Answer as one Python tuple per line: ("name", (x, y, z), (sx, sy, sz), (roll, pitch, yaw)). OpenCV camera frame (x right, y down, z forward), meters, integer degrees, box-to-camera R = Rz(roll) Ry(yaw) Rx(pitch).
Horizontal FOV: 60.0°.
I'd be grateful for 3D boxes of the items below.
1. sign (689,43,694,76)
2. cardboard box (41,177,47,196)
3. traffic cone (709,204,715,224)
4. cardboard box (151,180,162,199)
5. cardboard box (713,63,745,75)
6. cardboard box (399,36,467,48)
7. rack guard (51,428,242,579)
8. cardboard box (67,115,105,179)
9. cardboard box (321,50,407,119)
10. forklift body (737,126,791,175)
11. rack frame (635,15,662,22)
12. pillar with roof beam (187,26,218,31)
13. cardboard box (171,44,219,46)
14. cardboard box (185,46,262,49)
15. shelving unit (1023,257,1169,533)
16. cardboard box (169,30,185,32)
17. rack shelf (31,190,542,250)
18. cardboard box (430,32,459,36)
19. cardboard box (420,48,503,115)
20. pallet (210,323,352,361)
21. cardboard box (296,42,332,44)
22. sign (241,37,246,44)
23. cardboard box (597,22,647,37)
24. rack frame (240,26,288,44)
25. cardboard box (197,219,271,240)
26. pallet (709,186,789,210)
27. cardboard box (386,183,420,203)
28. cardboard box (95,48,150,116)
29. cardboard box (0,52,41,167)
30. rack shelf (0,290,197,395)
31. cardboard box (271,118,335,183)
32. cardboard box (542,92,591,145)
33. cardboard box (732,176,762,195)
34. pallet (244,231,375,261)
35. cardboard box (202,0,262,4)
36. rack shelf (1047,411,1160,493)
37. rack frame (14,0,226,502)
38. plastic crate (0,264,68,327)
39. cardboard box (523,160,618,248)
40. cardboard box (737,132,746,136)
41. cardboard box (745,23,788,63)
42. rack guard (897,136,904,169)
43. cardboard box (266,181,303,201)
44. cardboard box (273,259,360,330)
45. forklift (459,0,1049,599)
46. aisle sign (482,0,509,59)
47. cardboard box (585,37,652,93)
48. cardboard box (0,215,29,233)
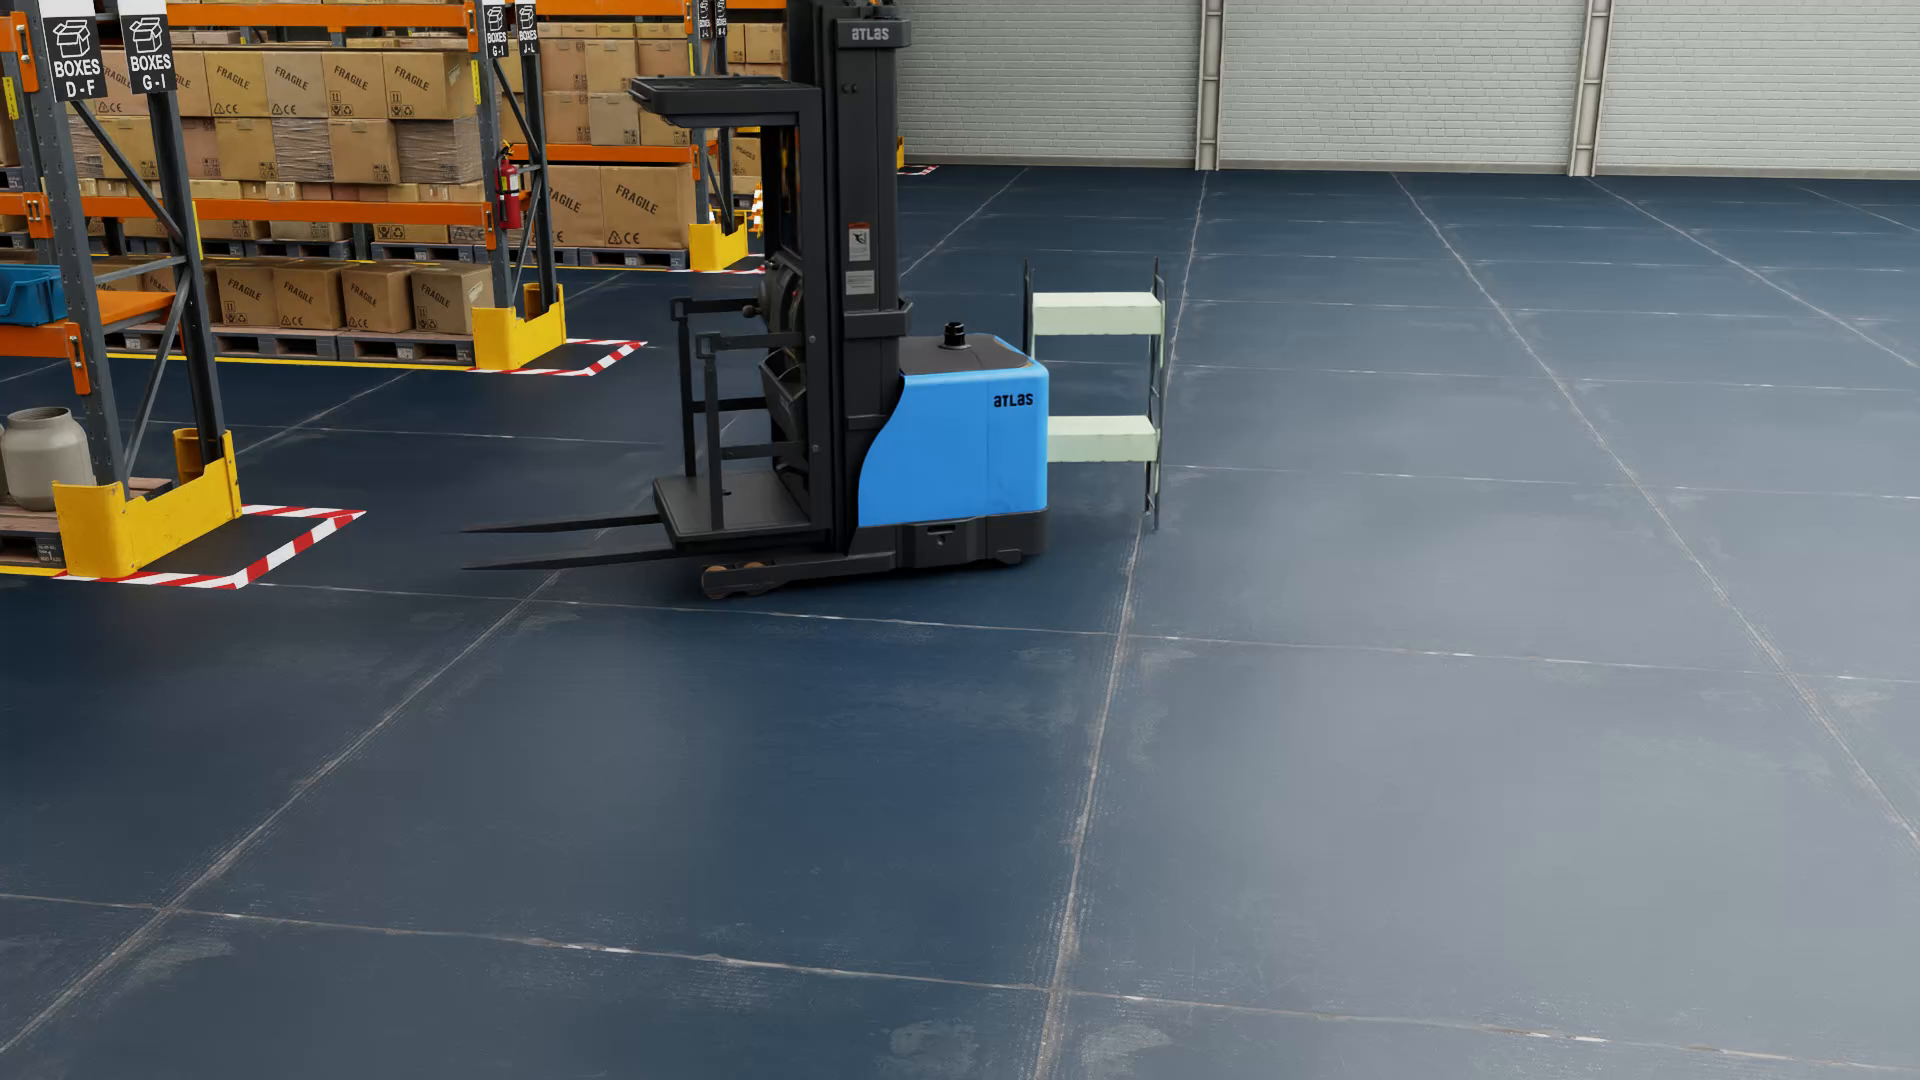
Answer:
("sign", (-2.803, -5.013, 17.359), (0.005, 0.325, 0.100), (3, 19, 9))
("cardboard box", (-7.374, -2.949, 13.785), (0.250, 0.149, 0.380), (3, 19, 9))
("traffic cone", (-3.002, -3.789, 19.899), (0.334, 0.463, 0.336), (3, 19, 9))
("cardboard box", (-6.390, -2.893, 13.619), (0.250, 0.149, 0.380), (3, 19, 9))
("cardboard box", (-3.091, -6.233, 22.577), (0.500, 0.500, 0.500), (3, 19, 9))
("cardboard box", (-5.732, -5.285, 18.432), (0.550, 0.550, 0.875), (3, 19, 9))
("rack guard", (-4.458, -0.224, 9.184), (0.348, 0.500, 1.175), (3, 19, 9))
("cardboard box", (-7.104, -3.320, 13.871), (0.500, 0.500, 0.875), (3, 19, 9))
("cardboard box", (-4.666, -3.608, 13.157), (0.500, 0.500, 0.500), (3, 19, 9))
("forklift body", (-3.396, -6.753, 26.097), (1.214, 2.155, 2.313), (3, 19, 9))
("rack frame", (-5.183, -7.833, 27.987), (0.127, 3.000, 1.000), (3, 19, 9))
("pillar with roof beam", (-14.309, -10.049, 25.156), (0.400, 9.000, 9.100), (3, 19, 9))
("cardboard box", (-8.649, -5.343, 18.812), (0.500, 0.500, 0.700), (3, 19, 8))
("cardboard box", (-6.063, -3.849, 13.878), (0.500, 0.500, 0.500), (3, 19, 9))
("shelving unit", (0.741, -0.809, 9.359), (0.755, 1.500, 0.431), (-1, 19, -2))
("cardboard box", (-11.364, -7.155, 24.227), (0.500, 0.500, 0.500), (3, 19, 10))
("rack shelf", (-5.564, -2.731, 13.873), (4.000, 0.370, 1.077), (3, 19, 9))
("cardboard box", (-7.141, -6.956, 23.055), (0.250, 0.149, 0.380), (2, 19, 7))
("cardboard box", (-4.089, -3.748, 13.574), (0.500, 0.500, 0.500), (3, 19, 9))
("pallet", (-5.662, -1.767, 14.253), (1.213, 0.211, 1.003), (3, 19, 9))
("cardboard box", (-8.993, -6.748, 23.454), (0.500, 0.500, 0.500), (4, 19, 11))
("sign", (-10.001, -6.854, 23.236), (0.005, 0.325, 0.100), (3, 19, 9))
("cardboard box", (-4.575, -6.784, 22.649), (0.500, 0.500, 0.700), (3, 19, 7))
("rack frame", (-9.916, -6.479, 23.940), (0.127, 3.000, 1.000), (3, 19, 9))
("cardboard box", (-8.231, -3.907, 19.137), (0.750, 0.750, 1.050), (3, 19, 9))
("pallet", (-2.889, -4.810, 23.346), (1.213, 0.211, 1.003), (3, 19, 9))
("cardboard box", (-4.405, -2.812, 13.375), (0.250, 0.149, 0.380), (3, 19, 9))
("cardboard box", (-6.641, -3.709, 13.458), (0.500, 0.500, 0.500), (3, 19, 9))
("cardboard box", (-8.301, -3.741, 14.148), (1.000, 1.000, 1.000), (3, 19, 9))
("rack shelf", (-6.350, -1.180, 9.235), (4.000, 0.370, 1.077), (3, 19, 9))
("cardboard box", (-5.128, -3.223, 13.582), (0.500, 0.500, 0.875), (3, 19, 9))
("cardboard box", (-4.156, -4.685, 18.340), (0.550, 0.550, 0.875), (3, 19, 9))
("cardboard box", (-2.882, -4.929, 22.980), (0.500, 0.250, 0.500), (3, 19, 8))
("pallet", (-7.426, -3.415, 19.176), (1.213, 0.211, 1.003), (3, 19, 9))
("cardboard box", (-5.601, -4.344, 13.068), (0.500, 0.250, 0.500), (3, 19, 8))
("rack shelf", (0.741, -0.500, 9.462), (0.720, 0.370, 0.431), (-1, 19, -2))
("rack frame", (-4.375, -1.420, 8.820), (0.127, 3.000, 1.000), (3, 19, 9))
("plastic crate", (-4.917, -1.281, 8.639), (0.616, 0.251, 0.499), (3, 19, 9))
("cardboard box", (-4.252, -3.769, 18.528), (0.875, 0.875, 0.875), (3, 19, 8))
("cardboard box", (-3.311, -5.481, 23.445), (0.500, 0.500, 0.500), (2, 19, 7))
("cardboard box", (-2.557, -6.697, 22.387), (0.500, 0.500, 0.700), (2, 19, 7))
("rack guard", (-1.210, -6.445, 27.778), (0.348, 0.500, 1.175), (3, 19, 9))
("cardboard box", (-5.401, -2.845, 13.475), (0.250, 0.149, 0.380), (3, 19, 9))
("cardboard box", (-5.414, -2.079, 14.067), (0.500, 0.500, 0.500), (5, 19, 14))
("forklift", (-1.100, -1.277, 8.502), (3.031, 2.935, 1.130), (-5, 19, -16))
("aisle sign", (-3.576, -4.108, 12.755), (0.004, 0.787, 0.394), (3, 19, 9))
("cardboard box", (-3.621, -5.133, 17.980), (0.550, 0.550, 0.875), (3, 19, 9))
("cardboard box", (-11.293, -3.888, 19.474), (0.500, 0.500, 0.500), (3, 19, 8))
